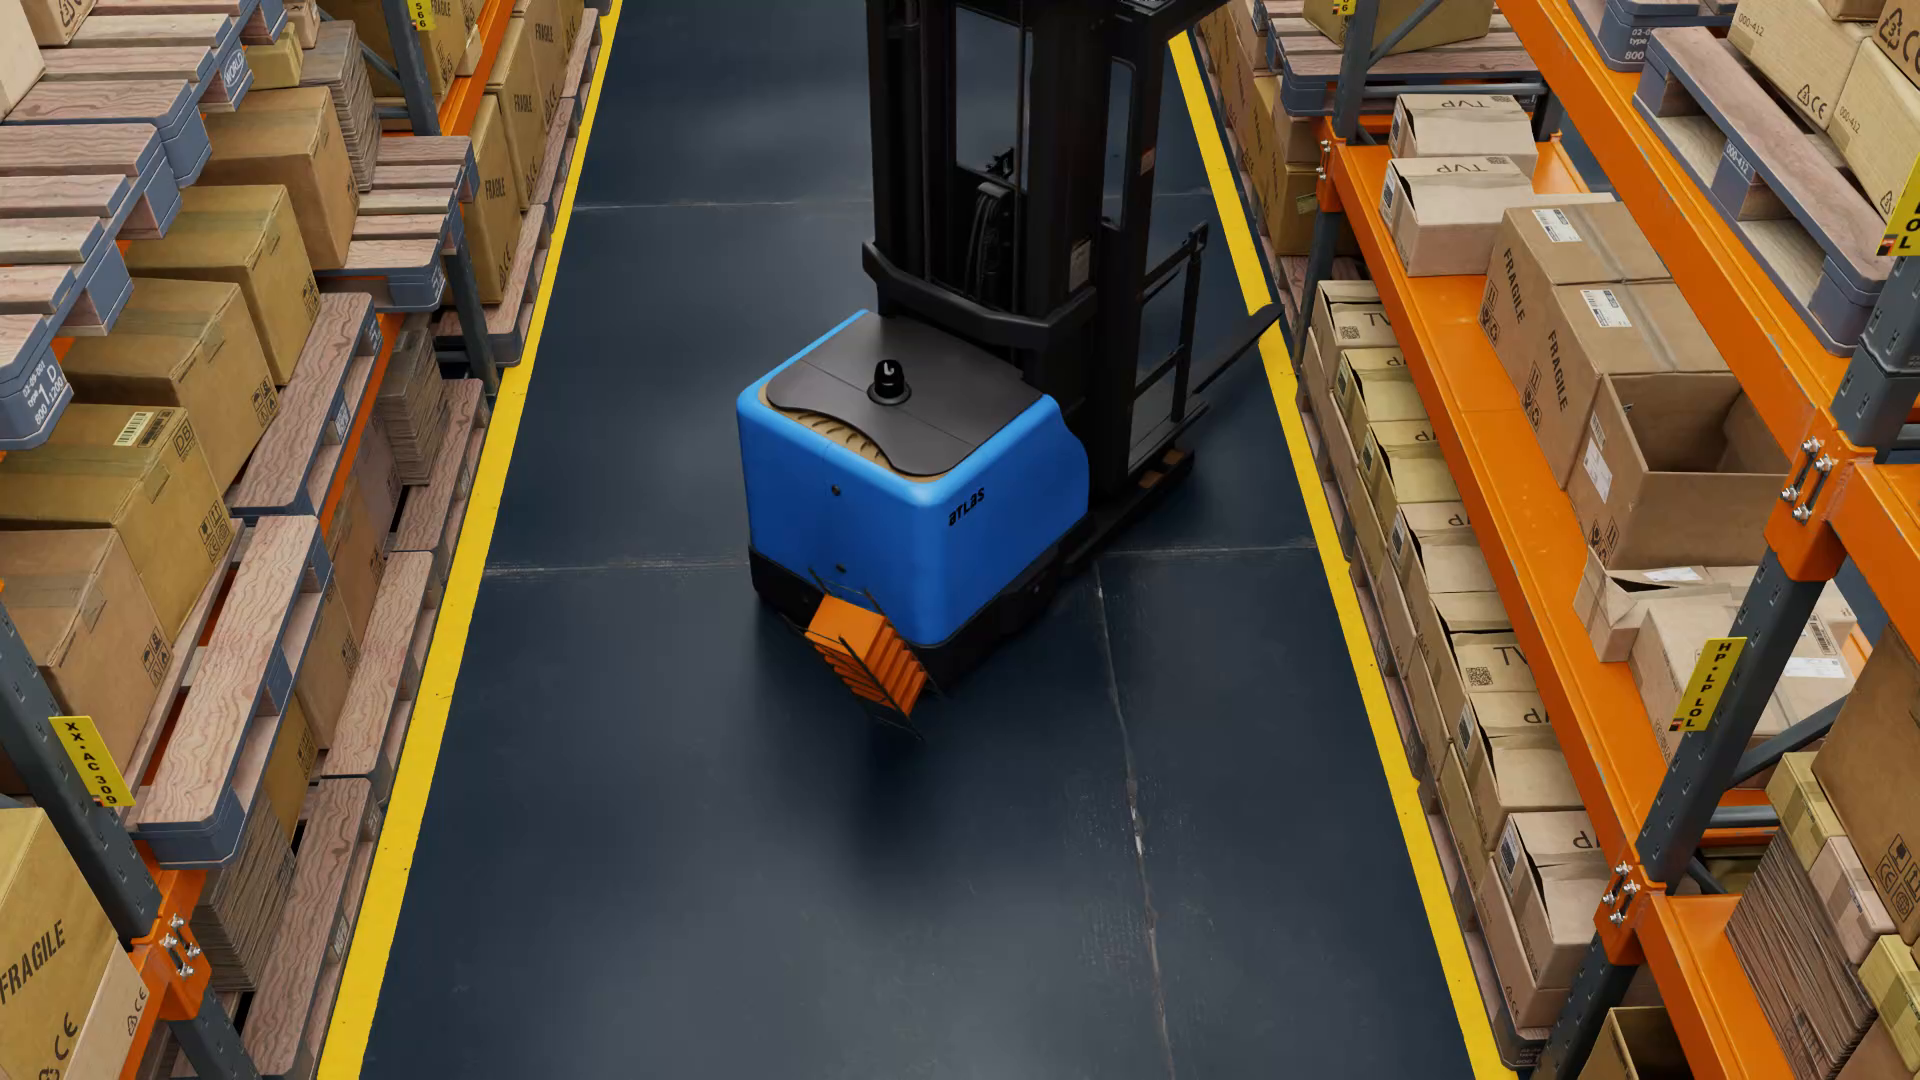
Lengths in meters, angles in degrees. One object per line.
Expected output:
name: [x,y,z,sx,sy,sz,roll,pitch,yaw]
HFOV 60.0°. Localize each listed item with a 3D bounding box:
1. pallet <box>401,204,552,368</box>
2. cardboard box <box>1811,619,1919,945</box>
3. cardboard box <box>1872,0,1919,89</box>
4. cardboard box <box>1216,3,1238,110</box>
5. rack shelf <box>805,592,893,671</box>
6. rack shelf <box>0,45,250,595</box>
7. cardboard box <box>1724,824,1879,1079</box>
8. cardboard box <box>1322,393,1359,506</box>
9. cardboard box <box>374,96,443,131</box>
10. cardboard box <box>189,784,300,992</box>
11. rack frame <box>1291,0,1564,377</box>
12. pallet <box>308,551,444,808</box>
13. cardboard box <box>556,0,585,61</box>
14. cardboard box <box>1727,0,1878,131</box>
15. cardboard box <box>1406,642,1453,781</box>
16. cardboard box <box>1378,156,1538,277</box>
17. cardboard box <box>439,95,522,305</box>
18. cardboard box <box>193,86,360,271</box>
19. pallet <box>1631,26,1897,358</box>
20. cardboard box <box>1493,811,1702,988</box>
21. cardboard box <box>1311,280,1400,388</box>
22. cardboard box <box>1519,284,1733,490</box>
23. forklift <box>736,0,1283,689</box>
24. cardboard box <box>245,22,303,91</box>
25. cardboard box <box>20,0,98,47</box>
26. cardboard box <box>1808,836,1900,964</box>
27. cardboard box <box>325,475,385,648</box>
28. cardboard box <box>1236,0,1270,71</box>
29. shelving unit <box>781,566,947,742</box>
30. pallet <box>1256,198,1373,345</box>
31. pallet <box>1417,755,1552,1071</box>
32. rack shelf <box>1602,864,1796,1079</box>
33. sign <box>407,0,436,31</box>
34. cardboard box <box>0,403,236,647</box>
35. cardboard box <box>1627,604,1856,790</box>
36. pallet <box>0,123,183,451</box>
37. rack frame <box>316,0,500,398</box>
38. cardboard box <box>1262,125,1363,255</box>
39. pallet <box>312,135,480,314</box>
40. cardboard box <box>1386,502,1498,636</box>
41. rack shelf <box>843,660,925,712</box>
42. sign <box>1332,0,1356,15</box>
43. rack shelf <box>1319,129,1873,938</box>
pallet: [-2.737,-1.337,8.702,1.003,0.211,1.213,-2,43,-2]
cardboard box: [2.365,0.510,3.589,0.700,0.500,0.500,-1,43,-2]
cardboard box: [2.353,-1.174,3.486,0.500,0.500,0.500,-1,43,-1]
cardboard box: [1.825,-2.885,9.852,0.500,0.500,0.500,-1,43,-1]
rack shelf: [-0.391,0.317,5.779,0.258,0.103,0.180,20,73,20]
rack shelf: [-2.694,-1.321,4.933,1.077,0.370,4.000,-2,43,-2]
cardboard box: [2.365,0.988,4.028,0.700,0.500,0.500,-3,43,-3]
cardboard box: [1.921,-0.415,7.356,0.500,0.250,0.500,-3,43,-3]
cardboard box: [-2.561,-1.974,7.504,0.380,0.149,0.250,-2,43,-2]
cardboard box: [-2.657,1.133,5.468,0.700,0.500,0.500,0,43,0]
rack frame: [2.170,-1.975,7.334,1.000,3.000,0.127,-2,43,-2]
pallet: [-2.698,0.547,6.647,1.003,0.211,1.213,-2,43,-2]
cardboard box: [-2.791,-3.458,10.232,0.750,0.750,0.750,-1,43,-1]
cardboard box: [2.298,-1.267,4.142,0.500,0.250,0.500,-5,43,-6]
cardboard box: [1.991,0.626,6.221,0.500,0.250,0.500,-1,43,-1]
cardboard box: [2.015,-1.333,6.700,0.500,0.311,0.500,-2,43,-2]
cardboard box: [-2.679,-1.693,8.307,0.750,0.750,0.750,-2,43,-2]
cardboard box: [-2.698,-1.336,6.237,0.700,0.500,0.500,-5,43,-6]
pallet: [2.290,-0.905,4.089,0.805,0.209,1.217,-3,43,-4]
cardboard box: [2.037,1.112,5.275,0.500,0.311,0.500,-2,43,-2]
cardboard box: [1.899,-0.961,7.537,0.500,0.311,0.500,0,43,0]
cardboard box: [2.280,-0.524,5.677,0.500,0.500,0.500,-2,43,-2]
forklift: [0.423,-1.423,6.783,1.130,2.935,3.031,28,49,27]
cardboard box: [-2.706,-1.820,6.285,0.380,0.149,0.250,-8,43,-9]
cardboard box: [-2.605,-1.631,4.355,0.500,0.500,0.500,-3,43,-3]
cardboard box: [2.169,0.806,3.746,0.380,0.149,0.250,-1,43,-1]
cardboard box: [-2.741,0.099,6.596,0.700,0.500,0.500,-2,43,-2]
cardboard box: [1.842,-2.845,9.253,0.500,0.250,0.500,-2,43,-3]
shelving unit: [-0.324,0.440,6.061,0.258,1.200,0.189,20,73,20]
pallet: [2.176,-1.452,8.828,1.003,0.211,1.213,-2,43,-2]
pallet: [2.270,1.257,5.872,1.003,0.211,1.213,-2,43,-2]
rack shelf: [2.425,2.341,3.158,1.077,0.370,4.000,-2,43,-2]
sign: [-2.237,-2.250,6.836,0.100,0.325,0.005,-2,43,-2]
cardboard box: [-2.613,-0.051,4.836,0.700,0.500,0.500,2,43,3]
cardboard box: [2.276,0.450,4.800,0.500,0.250,0.500,1,43,1]
pallet: [-2.529,-0.586,3.738,1.213,0.211,1.003,-2,43,-2]
rack frame: [-2.779,-1.830,7.176,1.000,3.000,0.127,-2,43,-2]
cardboard box: [1.896,-1.840,8.712,0.500,0.500,0.500,0,43,0]
pallet: [-2.642,-1.281,6.720,1.213,0.211,1.003,-2,43,-2]
cardboard box: [1.972,0.085,6.396,0.500,0.311,0.500,-2,43,-2]
rack shelf: [-0.289,0.505,6.209,0.258,0.103,0.180,20,73,20]
sign: [1.629,-2.351,6.946,0.100,0.325,0.005,-2,43,-2]
rack shelf: [2.255,-0.359,6.104,1.077,0.370,4.000,-2,43,-2]
